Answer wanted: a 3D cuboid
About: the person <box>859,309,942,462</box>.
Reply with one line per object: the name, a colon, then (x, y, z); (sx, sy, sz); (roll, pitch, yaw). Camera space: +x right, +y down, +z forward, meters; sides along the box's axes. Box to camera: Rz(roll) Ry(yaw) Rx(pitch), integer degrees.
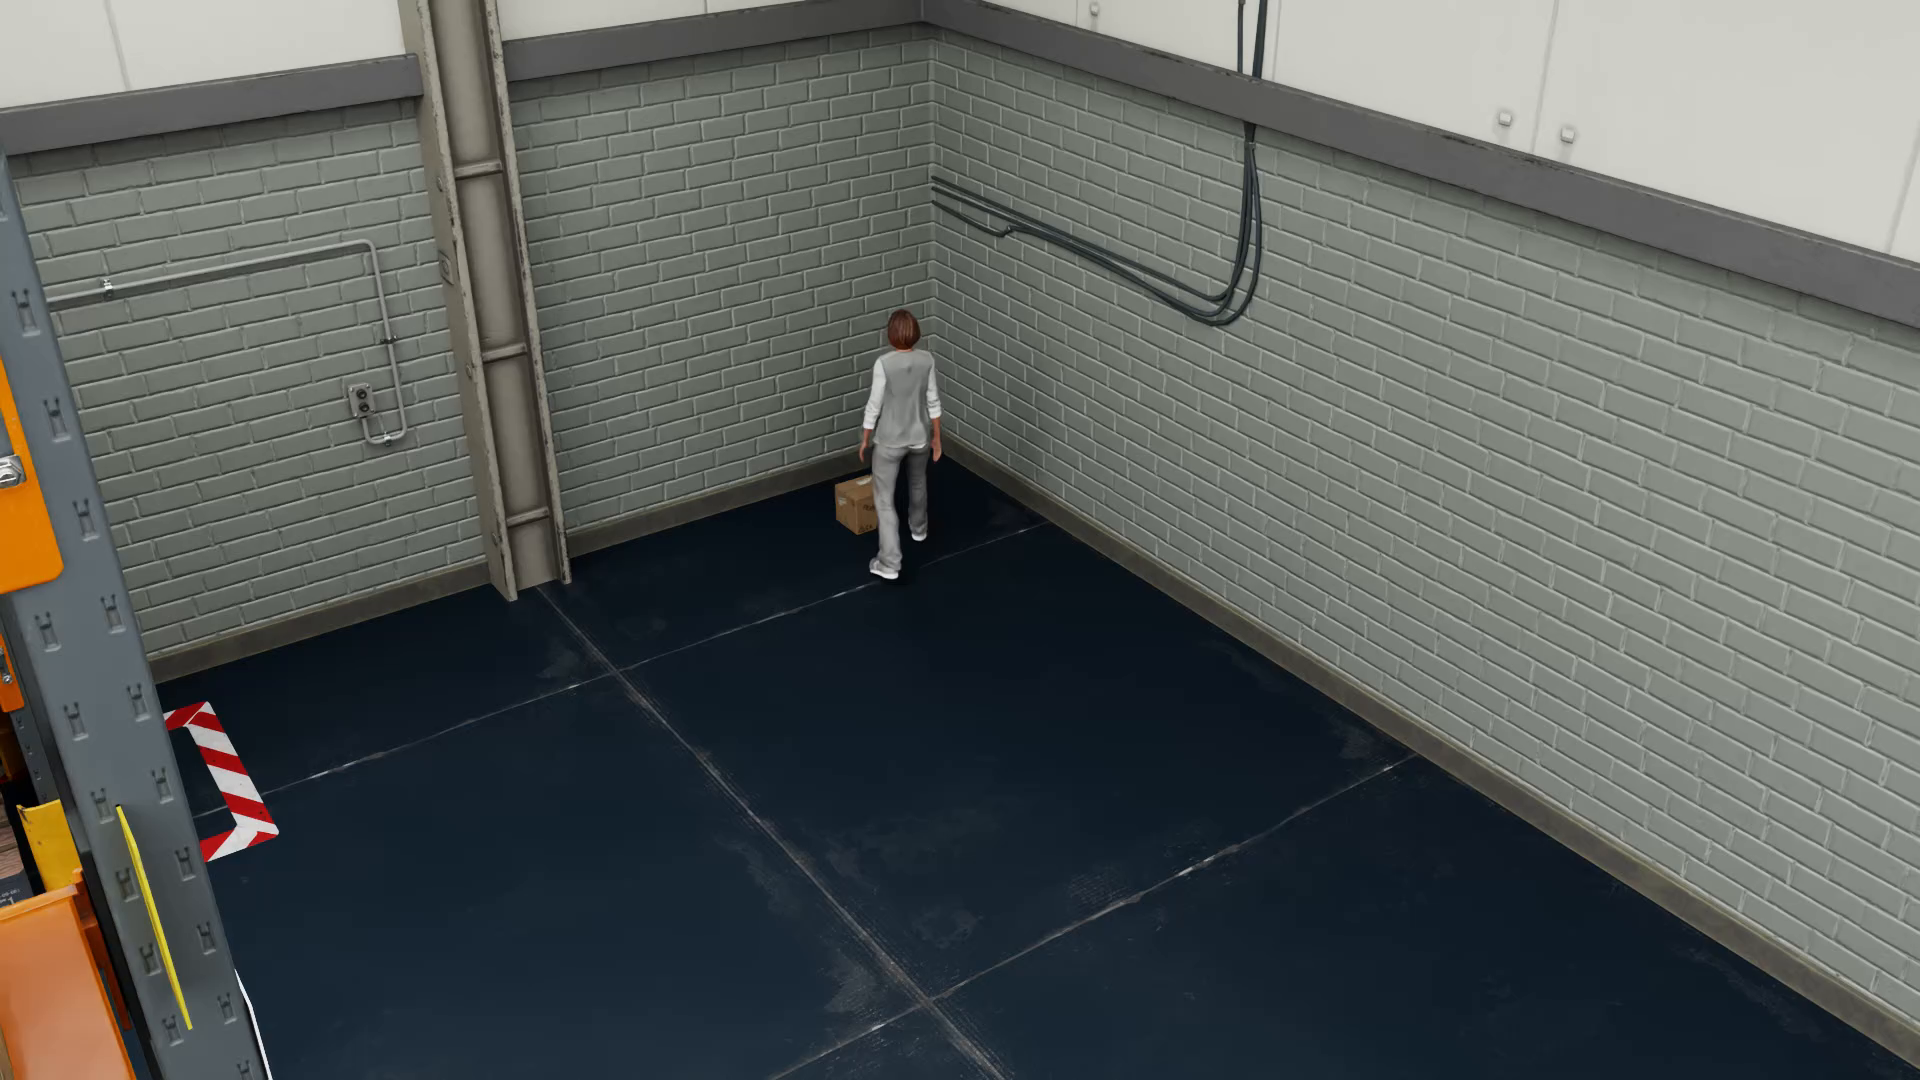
person: (-0.356, -0.869, 9.556); (0.484, 0.938, 0.281); (-12, 31, -21)
